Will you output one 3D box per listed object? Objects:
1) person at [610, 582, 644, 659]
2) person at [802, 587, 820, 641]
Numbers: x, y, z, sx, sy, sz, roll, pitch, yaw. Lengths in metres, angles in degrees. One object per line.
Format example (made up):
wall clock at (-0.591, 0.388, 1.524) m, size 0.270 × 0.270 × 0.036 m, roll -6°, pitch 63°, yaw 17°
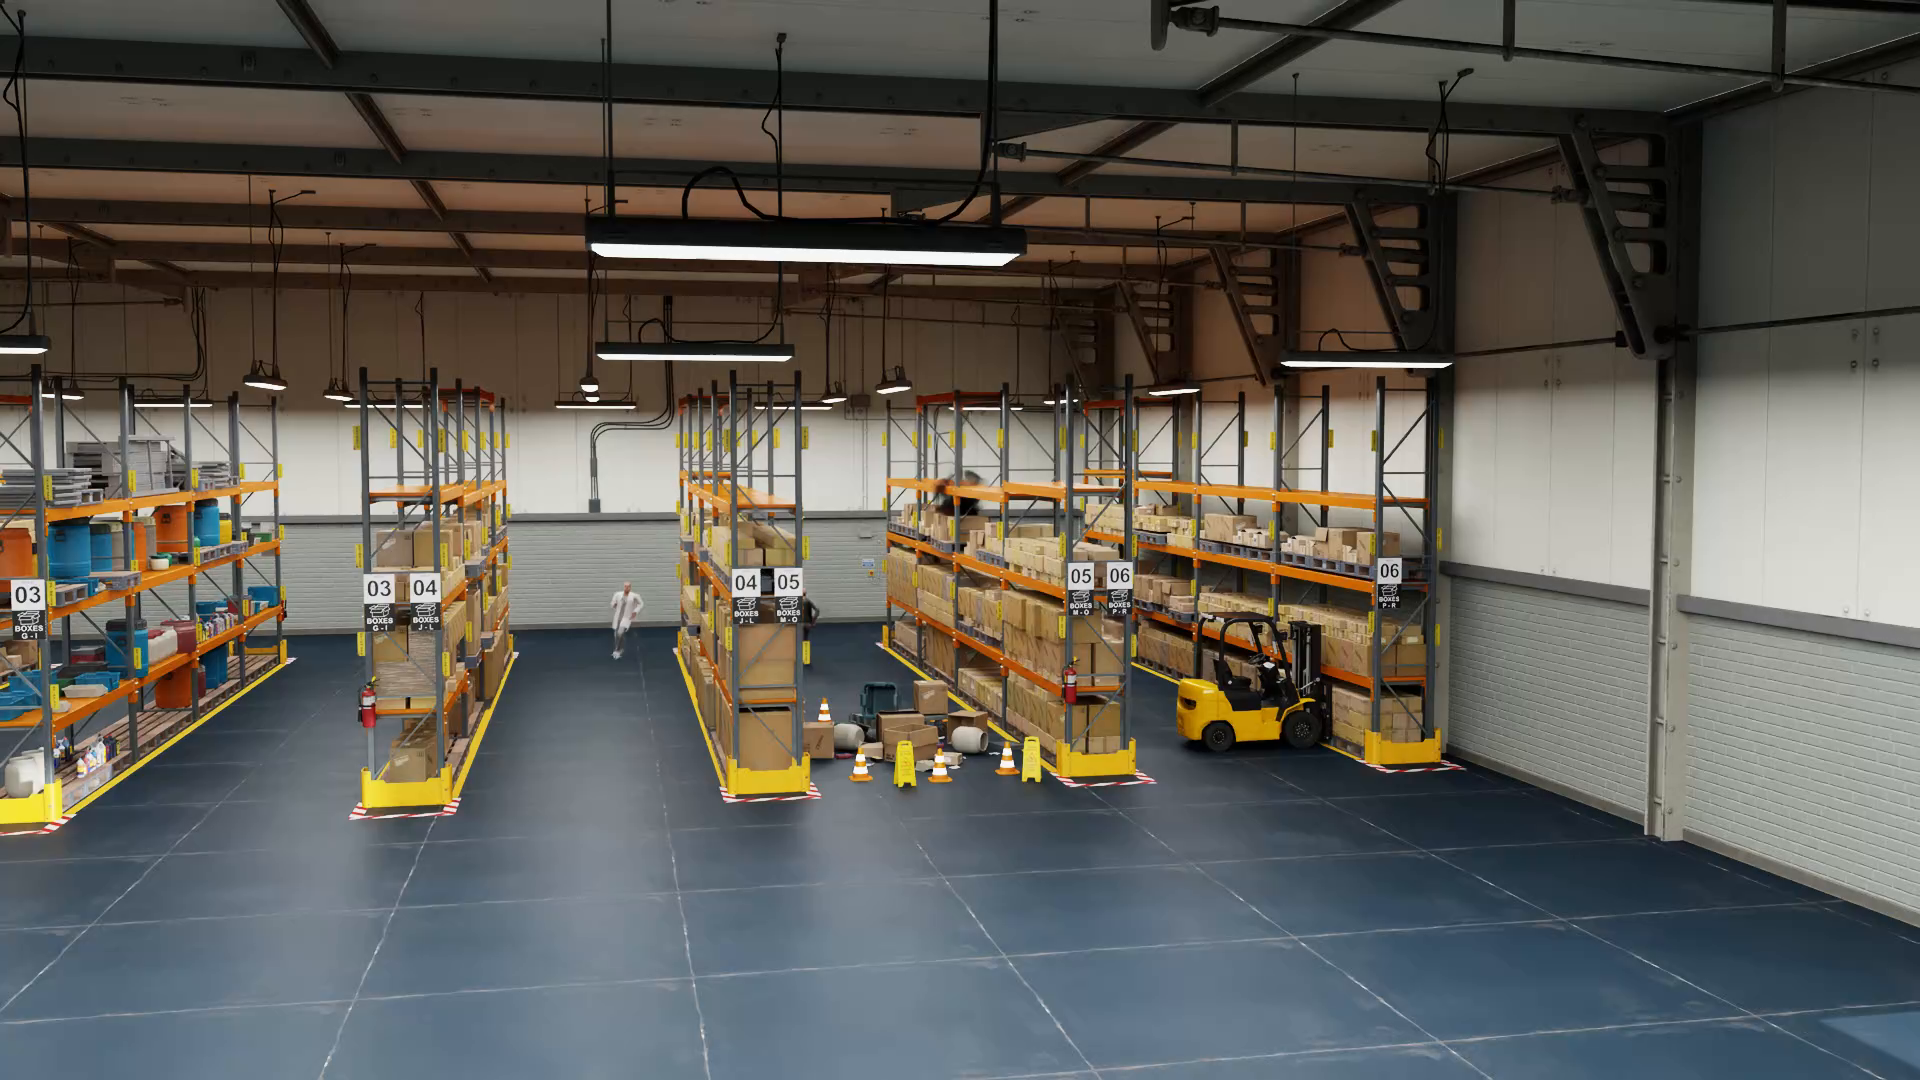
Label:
person at (-7.733, 1.859, 38.409) m, size 0.712 × 1.796 × 0.772 m, roll 1°, pitch 3°, yaw 13°
person at (-3.507, 1.953, 37.359) m, size 0.674 × 1.769 × 0.871 m, roll -2°, pitch 4°, yaw -25°
